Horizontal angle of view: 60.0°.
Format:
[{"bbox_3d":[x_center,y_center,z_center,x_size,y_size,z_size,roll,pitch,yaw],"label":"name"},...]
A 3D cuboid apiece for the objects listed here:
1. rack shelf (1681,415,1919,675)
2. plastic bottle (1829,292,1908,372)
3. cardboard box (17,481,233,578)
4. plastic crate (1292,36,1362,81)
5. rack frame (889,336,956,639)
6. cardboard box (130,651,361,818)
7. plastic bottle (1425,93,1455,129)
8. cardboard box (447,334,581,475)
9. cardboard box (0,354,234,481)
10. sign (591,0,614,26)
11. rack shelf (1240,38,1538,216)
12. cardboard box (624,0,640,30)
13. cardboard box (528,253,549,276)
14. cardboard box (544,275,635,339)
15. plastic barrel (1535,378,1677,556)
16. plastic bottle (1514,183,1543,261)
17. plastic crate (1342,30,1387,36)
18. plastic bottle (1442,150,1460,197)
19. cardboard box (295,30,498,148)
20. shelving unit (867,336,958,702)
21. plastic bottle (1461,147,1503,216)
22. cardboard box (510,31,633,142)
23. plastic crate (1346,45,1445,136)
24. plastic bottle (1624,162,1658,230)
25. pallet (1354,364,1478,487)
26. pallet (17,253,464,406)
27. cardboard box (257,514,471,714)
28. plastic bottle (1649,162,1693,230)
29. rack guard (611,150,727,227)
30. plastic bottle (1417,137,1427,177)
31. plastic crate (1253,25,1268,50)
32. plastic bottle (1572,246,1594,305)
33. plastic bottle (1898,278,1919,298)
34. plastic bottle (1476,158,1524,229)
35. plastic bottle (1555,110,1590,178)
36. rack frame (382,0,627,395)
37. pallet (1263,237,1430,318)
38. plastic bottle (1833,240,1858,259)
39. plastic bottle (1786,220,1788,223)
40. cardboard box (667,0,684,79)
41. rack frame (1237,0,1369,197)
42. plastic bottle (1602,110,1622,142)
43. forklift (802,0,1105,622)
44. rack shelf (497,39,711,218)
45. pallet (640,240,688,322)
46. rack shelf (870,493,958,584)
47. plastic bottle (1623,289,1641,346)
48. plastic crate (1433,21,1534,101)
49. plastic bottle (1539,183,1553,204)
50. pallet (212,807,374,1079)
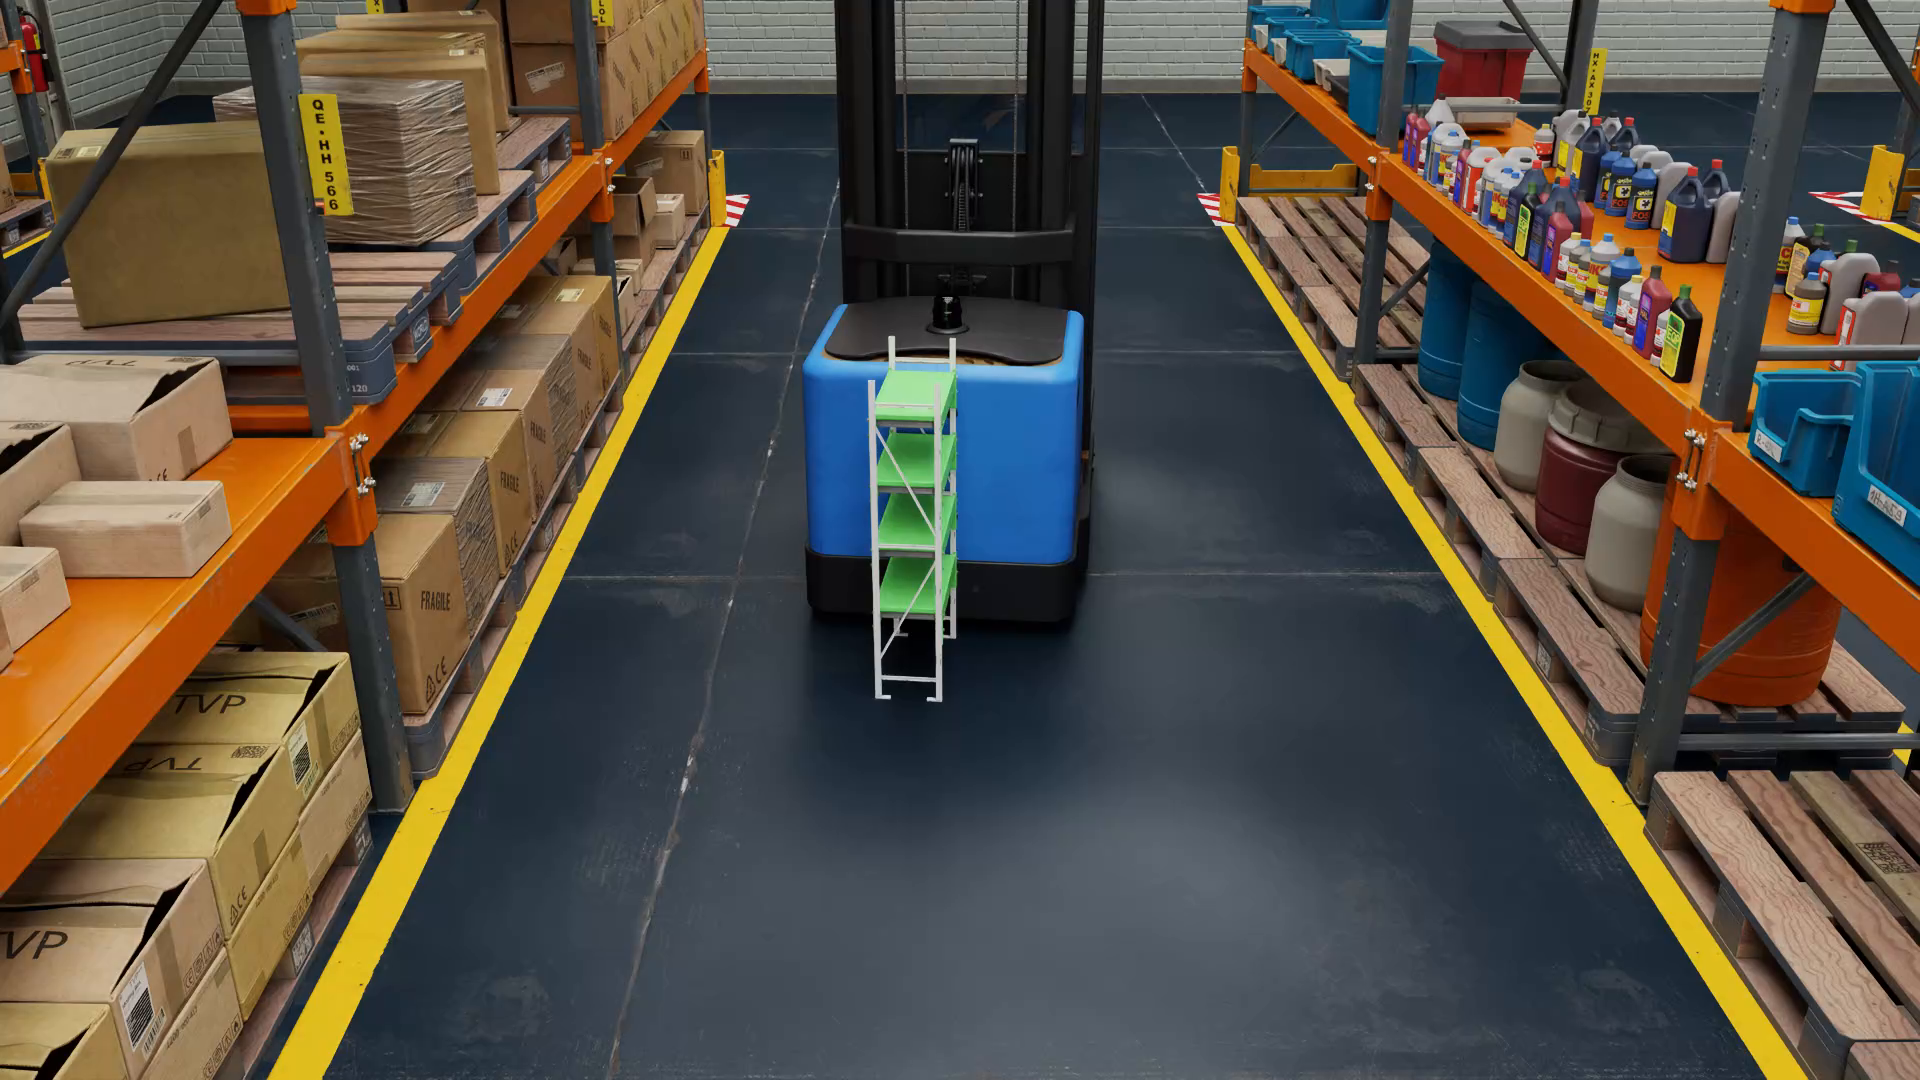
[{"bbox_3d":[2.702,0.620,3.111,1.077,0.370,4.000,0,24,-1],"label":"rack shelf"},{"bbox_3d":[2.846,-0.654,5.207,0.152,0.276,0.135,0,24,-1],"label":"plastic bottle"},{"bbox_3d":[-1.987,-0.027,3.975,0.380,0.149,0.250,0,24,-1],"label":"cardboard box"},{"bbox_3d":[2.284,-3.010,10.395,0.416,0.233,0.300,0,24,-1],"label":"plastic crate"},{"bbox_3d":[-0.135,-0.175,6.180,0.240,1.200,0.015,2,24,5],"label":"rack frame"},{"bbox_3d":[-2.021,0.510,4.629,0.500,0.311,0.500,0,24,1],"label":"cardboard box"},{"bbox_3d":[2.316,-1.994,8.079,0.144,0.351,0.185,0,24,-1],"label":"plastic bottle"},{"bbox_3d":[-2.023,-0.608,7.454,0.500,0.500,0.500,0,24,0],"label":"cardboard box"},{"bbox_3d":[-2.313,-0.320,4.426,0.500,0.311,0.500,1,24,3],"label":"cardboard box"},{"bbox_3d":[-1.762,-2.691,8.154,0.100,0.325,0.005,0,24,-1],"label":"sign"},{"bbox_3d":[2.614,-2.676,10.400,1.077,0.370,4.000,0,24,-1],"label":"rack shelf"},{"bbox_3d":[-2.047,-3.068,9.059,0.500,0.500,0.500,-1,24,-2],"label":"cardboard box"},{"bbox_3d":[-2.607,-1.454,9.325,0.500,0.500,0.500,0,24,-1],"label":"cardboard box"},{"bbox_3d":[-2.105,-1.308,9.232,0.500,0.311,0.500,0,24,-1],"label":"cardboard box"},{"bbox_3d":[2.645,-0.291,6.670,0.600,0.588,0.708,0,24,-1],"label":"plastic barrel"},{"bbox_3d":[2.233,-1.245,6.505,0.061,0.283,0.133,0,24,-1],"label":"plastic bottle"},{"bbox_3d":[2.782,-3.400,11.375,0.396,0.136,0.243,0,24,-1],"label":"plastic crate"},{"bbox_3d":[2.239,-1.658,7.517,0.097,0.201,0.097,0,24,0],"label":"plastic bottle"},{"bbox_3d":[-2.465,-1.917,7.217,0.700,0.500,0.500,4,25,8],"label":"cardboard box"},{"bbox_3d":[-0.159,-0.075,5.959,0.258,1.200,0.503,2,24,5],"label":"shelving unit"},{"bbox_3d":[2.270,-1.549,7.186,0.152,0.276,0.135,0,24,-1],"label":"plastic bottle"},{"bbox_3d":[-2.050,-2.416,8.830,0.500,0.500,0.500,0,24,1],"label":"cardboard box"},{"bbox_3d":[2.290,-2.391,8.843,0.392,0.384,0.575,0,24,-1],"label":"plastic crate"},{"bbox_3d":[2.853,-1.443,6.956,0.097,0.271,0.097,0,24,0],"label":"plastic bottle"},{"bbox_3d":[2.603,-0.591,8.301,1.003,0.211,1.213,0,24,-1],"label":"pallet"},{"bbox_3d":[-2.351,-0.702,5.396,1.213,0.211,1.003,0,24,-1],"label":"pallet"},{"bbox_3d":[-1.993,0.239,5.581,0.500,0.500,0.500,1,24,2],"label":"cardboard box"},{"bbox_3d":[2.977,-1.453,6.973,0.152,0.276,0.135,0,24,-1],"label":"plastic bottle"},{"bbox_3d":[-2.360,-2.637,12.474,1.175,0.500,0.348,0,24,-1],"label":"rack guard"},{"bbox_3d":[2.234,-1.834,7.906,0.097,0.201,0.097,0,24,0],"label":"plastic bottle"},{"bbox_3d":[2.187,-3.499,11.595,0.250,0.136,0.298,0,24,-1],"label":"plastic crate"},{"bbox_3d":[2.258,-0.949,5.950,0.097,0.201,0.097,0,24,0],"label":"plastic bottle"},{"bbox_3d":[3.024,-0.701,5.315,0.097,0.271,0.097,0,24,0],"label":"plastic bottle"},{"bbox_3d":[2.273,-1.454,6.975,0.152,0.276,0.135,0,24,-1],"label":"plastic bottle"},{"bbox_3d":[2.829,-1.779,7.604,0.144,0.351,0.185,0,24,-1],"label":"plastic bottle"},{"bbox_3d":[-2.317,-2.159,8.384,1.000,3.000,0.127,0,24,-1],"label":"rack frame"},{"bbox_3d":[2.573,-1.716,10.788,1.003,0.211,1.213,0,24,-1],"label":"pallet"},{"bbox_3d":[3.037,-0.904,5.751,0.061,0.283,0.133,0,24,-1],"label":"plastic bottle"},{"bbox_3d":[3.014,-1.081,6.157,0.097,0.271,0.097,0,24,0],"label":"plastic bottle"},{"bbox_3d":[-2.074,-3.250,10.675,0.500,0.500,0.500,0,24,0],"label":"cardboard box"},{"bbox_3d":[2.592,-3.828,12.074,1.000,3.000,0.127,0,24,-1],"label":"rack frame"},{"bbox_3d":[2.973,-1.780,7.606,0.144,0.351,0.185,0,24,-1],"label":"plastic bottle"},{"bbox_3d":[0.063,-1.593,7.215,1.130,2.935,3.031,2,24,5],"label":"forklift"},{"bbox_3d":[-2.339,-2.655,10.354,1.077,0.370,4.000,0,24,-1],"label":"rack shelf"},{"bbox_3d":[-2.340,-1.675,10.699,1.003,0.211,1.213,0,24,-1],"label":"pallet"},{"bbox_3d":[-0.159,-0.016,5.985,0.258,0.148,0.480,2,24,5],"label":"rack shelf"},{"bbox_3d":[2.263,-0.749,5.506,0.097,0.201,0.097,0,24,0],"label":"plastic bottle"},{"bbox_3d":[2.877,-2.605,9.220,0.402,0.464,0.583,0,24,-1],"label":"plastic crate"},{"bbox_3d":[2.294,-1.246,6.506,0.061,0.283,0.133,0,24,-1],"label":"plastic bottle"},{"bbox_3d":[-2.303,1.099,4.564,1.003,0.211,1.213,0,24,-1],"label":"pallet"}]
